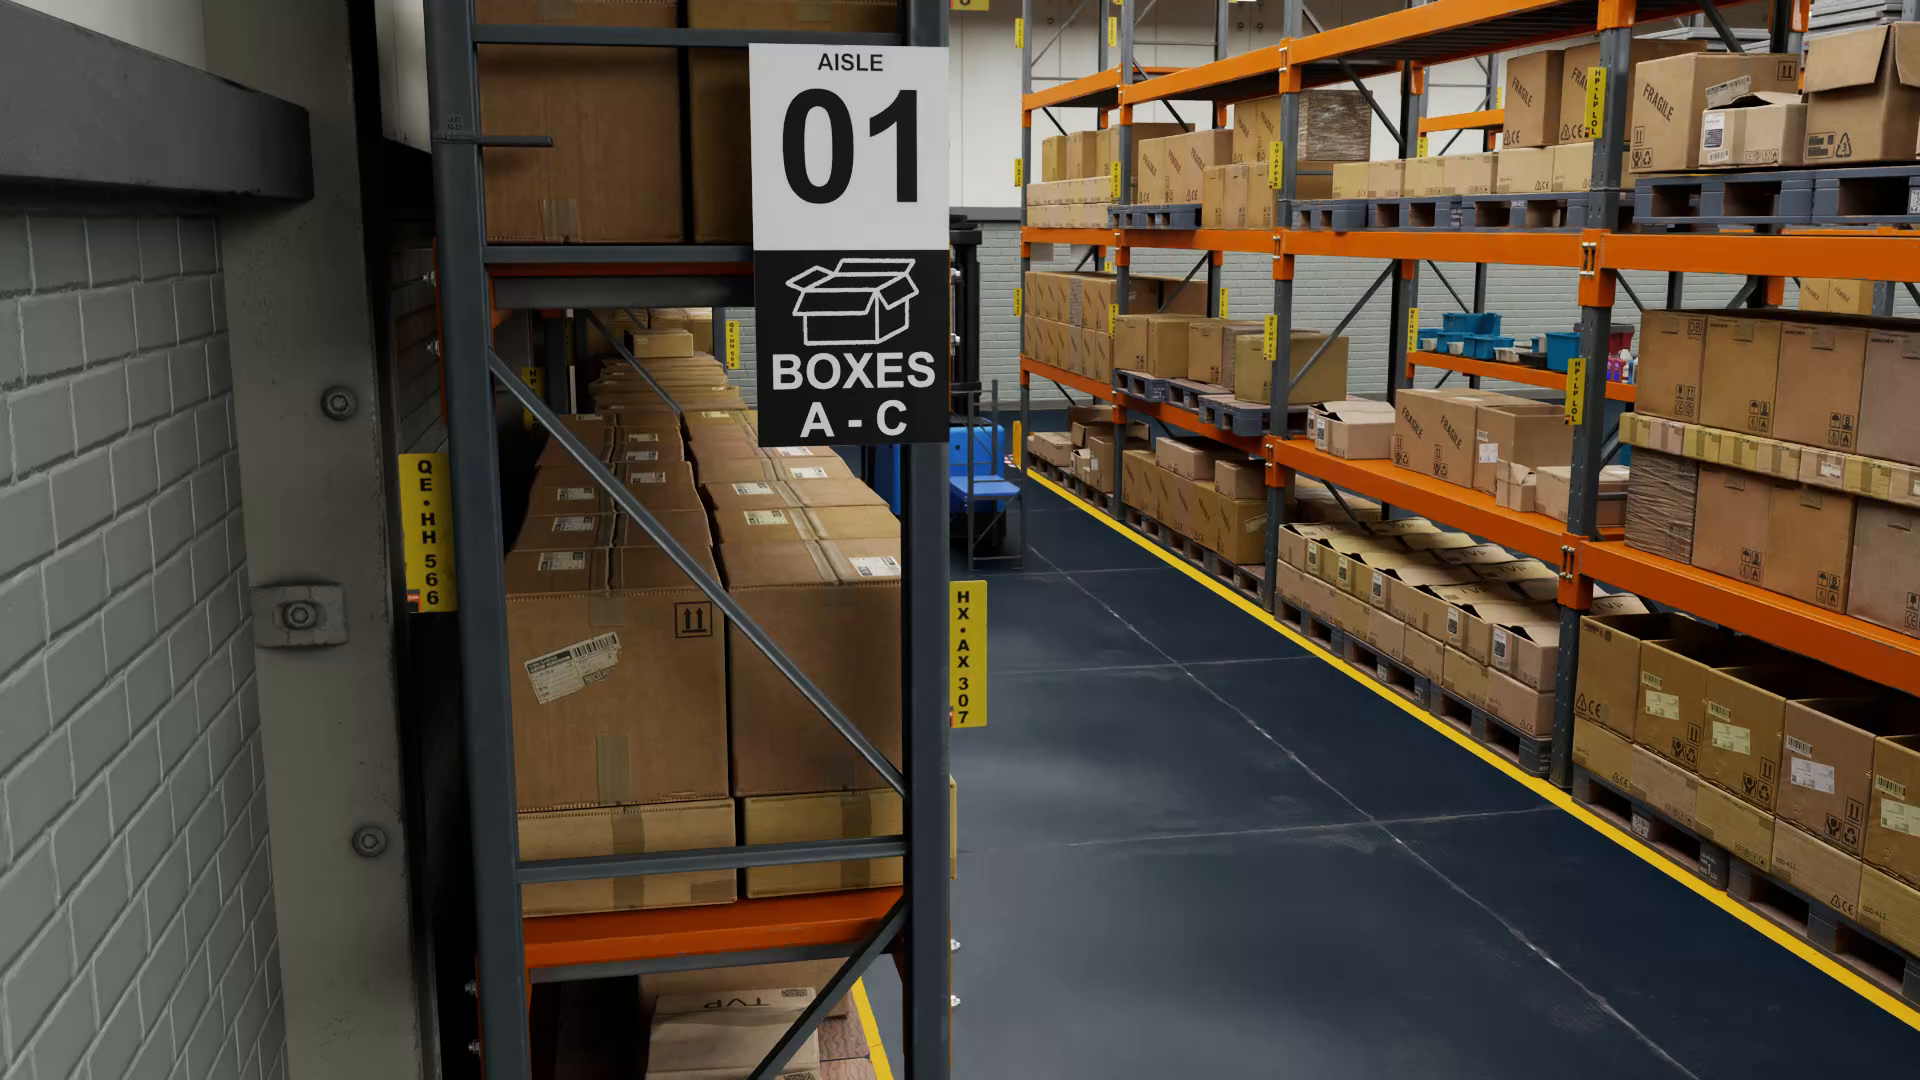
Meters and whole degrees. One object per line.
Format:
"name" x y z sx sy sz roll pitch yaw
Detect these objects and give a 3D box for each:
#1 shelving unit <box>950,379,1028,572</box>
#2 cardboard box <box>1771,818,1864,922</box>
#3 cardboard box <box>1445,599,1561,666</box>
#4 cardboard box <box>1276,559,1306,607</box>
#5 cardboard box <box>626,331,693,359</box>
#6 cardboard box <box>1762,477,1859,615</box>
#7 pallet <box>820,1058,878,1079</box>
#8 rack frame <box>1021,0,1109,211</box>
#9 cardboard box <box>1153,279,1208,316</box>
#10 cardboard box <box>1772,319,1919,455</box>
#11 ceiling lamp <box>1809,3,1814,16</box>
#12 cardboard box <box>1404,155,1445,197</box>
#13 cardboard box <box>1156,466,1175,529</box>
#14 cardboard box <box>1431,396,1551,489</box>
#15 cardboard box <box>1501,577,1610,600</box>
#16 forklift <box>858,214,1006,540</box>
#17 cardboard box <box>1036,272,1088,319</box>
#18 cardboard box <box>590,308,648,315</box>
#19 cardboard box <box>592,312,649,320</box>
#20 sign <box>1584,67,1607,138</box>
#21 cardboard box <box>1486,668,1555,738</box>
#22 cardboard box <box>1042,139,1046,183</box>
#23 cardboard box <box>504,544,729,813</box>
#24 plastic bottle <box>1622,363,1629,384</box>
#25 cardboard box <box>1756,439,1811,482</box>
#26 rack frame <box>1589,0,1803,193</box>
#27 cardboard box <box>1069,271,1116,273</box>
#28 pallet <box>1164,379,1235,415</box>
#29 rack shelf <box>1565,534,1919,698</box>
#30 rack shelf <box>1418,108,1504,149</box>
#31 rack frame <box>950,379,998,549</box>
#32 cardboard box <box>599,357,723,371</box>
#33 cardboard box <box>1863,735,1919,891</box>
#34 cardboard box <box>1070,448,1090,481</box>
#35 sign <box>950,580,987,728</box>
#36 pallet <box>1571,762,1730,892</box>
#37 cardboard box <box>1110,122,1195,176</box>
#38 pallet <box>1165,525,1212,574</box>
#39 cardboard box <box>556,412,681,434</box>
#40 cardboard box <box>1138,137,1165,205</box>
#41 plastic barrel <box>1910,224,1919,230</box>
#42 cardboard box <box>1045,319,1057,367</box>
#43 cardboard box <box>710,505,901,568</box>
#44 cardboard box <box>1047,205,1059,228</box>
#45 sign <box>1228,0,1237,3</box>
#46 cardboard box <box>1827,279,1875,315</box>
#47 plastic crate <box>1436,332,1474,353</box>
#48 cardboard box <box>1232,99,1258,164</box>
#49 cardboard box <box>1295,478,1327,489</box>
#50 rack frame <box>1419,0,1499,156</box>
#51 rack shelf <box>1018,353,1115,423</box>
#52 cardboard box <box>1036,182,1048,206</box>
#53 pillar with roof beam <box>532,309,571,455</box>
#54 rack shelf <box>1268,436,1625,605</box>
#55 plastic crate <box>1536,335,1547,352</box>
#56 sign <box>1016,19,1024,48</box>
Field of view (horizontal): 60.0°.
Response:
"shelving unit" 0.198 -0.577 14.270 0.538 1.500 1.048 -2 11 -13
"cardboard box" 3.637 1.295 6.654 0.500 0.250 0.500 -2 11 -11
"cardboard box" 3.090 0.489 9.388 0.500 0.311 0.500 -2 11 -9
"cardboard box" 2.593 0.297 11.898 0.500 0.250 0.500 -2 11 -11
"cardboard box" -1.906 -1.237 10.546 0.380 0.149 0.250 -4 12 -21
"cardboard box" 3.852 0.000 6.960 0.700 0.500 0.500 -2 11 -10
"pallet" -0.661 1.899 4.706 1.003 0.211 1.213 -2 11 -11
"rack frame" 1.223 -5.369 19.389 1.000 3.000 0.127 -2 11 -11
"cardboard box" 2.185 -2.325 16.500 0.500 0.500 0.500 -2 11 -10
"cardboard box" 3.846 -0.641 6.860 0.700 0.500 0.500 -2 11 -11
"ceiling lamp" 12.906 -9.180 23.803 2.000 3.185 0.800 -2 11 -11
"cardboard box" 3.142 -2.278 10.454 0.500 0.250 0.500 -2 11 -12
"cardboard box" 2.061 -0.389 14.781 0.500 0.500 0.500 -2 11 -10
"cardboard box" 3.224 -0.600 10.111 0.500 0.500 0.500 -2 11 -11
"cardboard box" 3.527 0.377 9.980 0.500 0.311 0.500 -2 11 -13
"forklift" -0.409 -1.645 16.056 1.130 2.935 3.031 -2 11 -13
"cardboard box" 1.160 -2.775 18.867 0.500 0.500 0.500 -2 11 -10
"cardboard box" -2.616 -1.610 12.564 0.500 0.250 0.500 -2 11 -12
"cardboard box" -2.519 -1.516 12.069 0.500 0.250 0.500 -2 11 -13
"sign" 3.027 -2.081 7.915 0.100 0.325 0.005 -2 11 -11
"cardboard box" 3.192 0.858 8.949 0.500 0.250 0.500 -2 11 -12
"cardboard box" 1.339 -4.342 19.075 0.700 0.500 0.500 -2 11 -11
"cardboard box" -0.824 0.311 3.938 0.500 0.500 0.500 -2 11 -12
"plastic bottle" 6.580 -1.642 16.386 0.097 0.201 0.097 0 11 0
"cardboard box" 3.619 -0.345 7.037 0.380 0.149 0.250 -2 11 -13
"rack frame" 3.557 -3.168 7.826 1.000 3.000 0.127 -2 11 -11
"cardboard box" 1.579 -2.890 19.471 0.500 0.500 0.500 -2 11 -12
"pallet" 2.396 -1.216 14.132 1.003 0.211 1.213 -2 11 -11
"rack shelf" 3.946 0.500 6.527 1.077 0.370 4.000 -2 11 -11
"rack shelf" 6.472 -4.631 18.509 1.077 0.370 4.000 -2 11 -11
"rack frame" 0.085 -0.670 14.757 0.500 1.500 0.032 -2 11 -13
"cardboard box" -1.843 -0.851 10.256 0.700 0.500 0.500 -3 11 -16
"cardboard box" 3.730 1.019 6.101 0.500 0.500 0.500 -2 11 -11
"cardboard box" 1.466 -0.815 17.523 0.500 0.311 0.500 -2 11 -11
"sign" 0.009 0.249 3.605 0.100 0.325 0.005 -2 11 -11
"pallet" 3.671 1.297 7.873 1.003 0.211 1.213 -2 11 -11
"cardboard box" 1.869 -3.790 16.173 0.700 0.500 0.500 -2 11 -11
"pallet" 2.437 0.054 14.402 1.003 0.211 1.213 -2 11 -11
"cardboard box" -1.415 -0.251 6.886 0.500 0.500 0.500 -2 11 -12
"cardboard box" 2.027 -3.371 15.258 0.600 0.600 0.600 -3 11 -16
"plastic barrel" 7.398 -2.594 12.535 0.421 0.512 0.421 0 11 0
"cardboard box" 1.251 -2.193 18.482 0.500 0.500 0.500 -2 11 -11
"cardboard box" -0.408 0.200 4.520 0.500 0.500 0.500 -2 11 -11
"cardboard box" 1.257 -3.534 18.174 0.500 0.250 0.500 -2 11 -11
"sign" 2.544 -5.193 15.544 0.100 0.325 0.005 -2 11 -11
"cardboard box" 10.973 -2.938 20.261 0.500 0.500 0.500 -2 11 -13
"plastic crate" 5.936 -2.370 19.968 0.416 0.233 0.300 -2 11 -11
"cardboard box" 2.502 -3.235 13.262 0.500 0.500 0.500 -2 11 -11
"cardboard box" 2.771 -0.224 13.915 0.500 0.500 0.500 -2 11 -12
"rack frame" 6.083 -5.548 20.332 1.000 3.000 0.127 -2 11 -11
"rack shelf" 1.612 -1.701 18.090 1.077 0.370 4.000 -2 11 -11
"cardboard box" 1.158 -3.871 18.609 0.500 0.250 0.500 -2 11 -11
"pillar with roof beam" 0.381 -4.708 15.916 9.100 9.000 0.400 -2 11 -11
"rack shelf" 3.168 -0.234 10.381 1.077 0.370 4.000 -2 11 -11
"plastic crate" 6.744 -2.125 18.550 0.437 0.282 0.530 -2 11 -11
"sign" 0.691 -5.847 19.191 0.100 0.325 0.005 -2 11 -11
